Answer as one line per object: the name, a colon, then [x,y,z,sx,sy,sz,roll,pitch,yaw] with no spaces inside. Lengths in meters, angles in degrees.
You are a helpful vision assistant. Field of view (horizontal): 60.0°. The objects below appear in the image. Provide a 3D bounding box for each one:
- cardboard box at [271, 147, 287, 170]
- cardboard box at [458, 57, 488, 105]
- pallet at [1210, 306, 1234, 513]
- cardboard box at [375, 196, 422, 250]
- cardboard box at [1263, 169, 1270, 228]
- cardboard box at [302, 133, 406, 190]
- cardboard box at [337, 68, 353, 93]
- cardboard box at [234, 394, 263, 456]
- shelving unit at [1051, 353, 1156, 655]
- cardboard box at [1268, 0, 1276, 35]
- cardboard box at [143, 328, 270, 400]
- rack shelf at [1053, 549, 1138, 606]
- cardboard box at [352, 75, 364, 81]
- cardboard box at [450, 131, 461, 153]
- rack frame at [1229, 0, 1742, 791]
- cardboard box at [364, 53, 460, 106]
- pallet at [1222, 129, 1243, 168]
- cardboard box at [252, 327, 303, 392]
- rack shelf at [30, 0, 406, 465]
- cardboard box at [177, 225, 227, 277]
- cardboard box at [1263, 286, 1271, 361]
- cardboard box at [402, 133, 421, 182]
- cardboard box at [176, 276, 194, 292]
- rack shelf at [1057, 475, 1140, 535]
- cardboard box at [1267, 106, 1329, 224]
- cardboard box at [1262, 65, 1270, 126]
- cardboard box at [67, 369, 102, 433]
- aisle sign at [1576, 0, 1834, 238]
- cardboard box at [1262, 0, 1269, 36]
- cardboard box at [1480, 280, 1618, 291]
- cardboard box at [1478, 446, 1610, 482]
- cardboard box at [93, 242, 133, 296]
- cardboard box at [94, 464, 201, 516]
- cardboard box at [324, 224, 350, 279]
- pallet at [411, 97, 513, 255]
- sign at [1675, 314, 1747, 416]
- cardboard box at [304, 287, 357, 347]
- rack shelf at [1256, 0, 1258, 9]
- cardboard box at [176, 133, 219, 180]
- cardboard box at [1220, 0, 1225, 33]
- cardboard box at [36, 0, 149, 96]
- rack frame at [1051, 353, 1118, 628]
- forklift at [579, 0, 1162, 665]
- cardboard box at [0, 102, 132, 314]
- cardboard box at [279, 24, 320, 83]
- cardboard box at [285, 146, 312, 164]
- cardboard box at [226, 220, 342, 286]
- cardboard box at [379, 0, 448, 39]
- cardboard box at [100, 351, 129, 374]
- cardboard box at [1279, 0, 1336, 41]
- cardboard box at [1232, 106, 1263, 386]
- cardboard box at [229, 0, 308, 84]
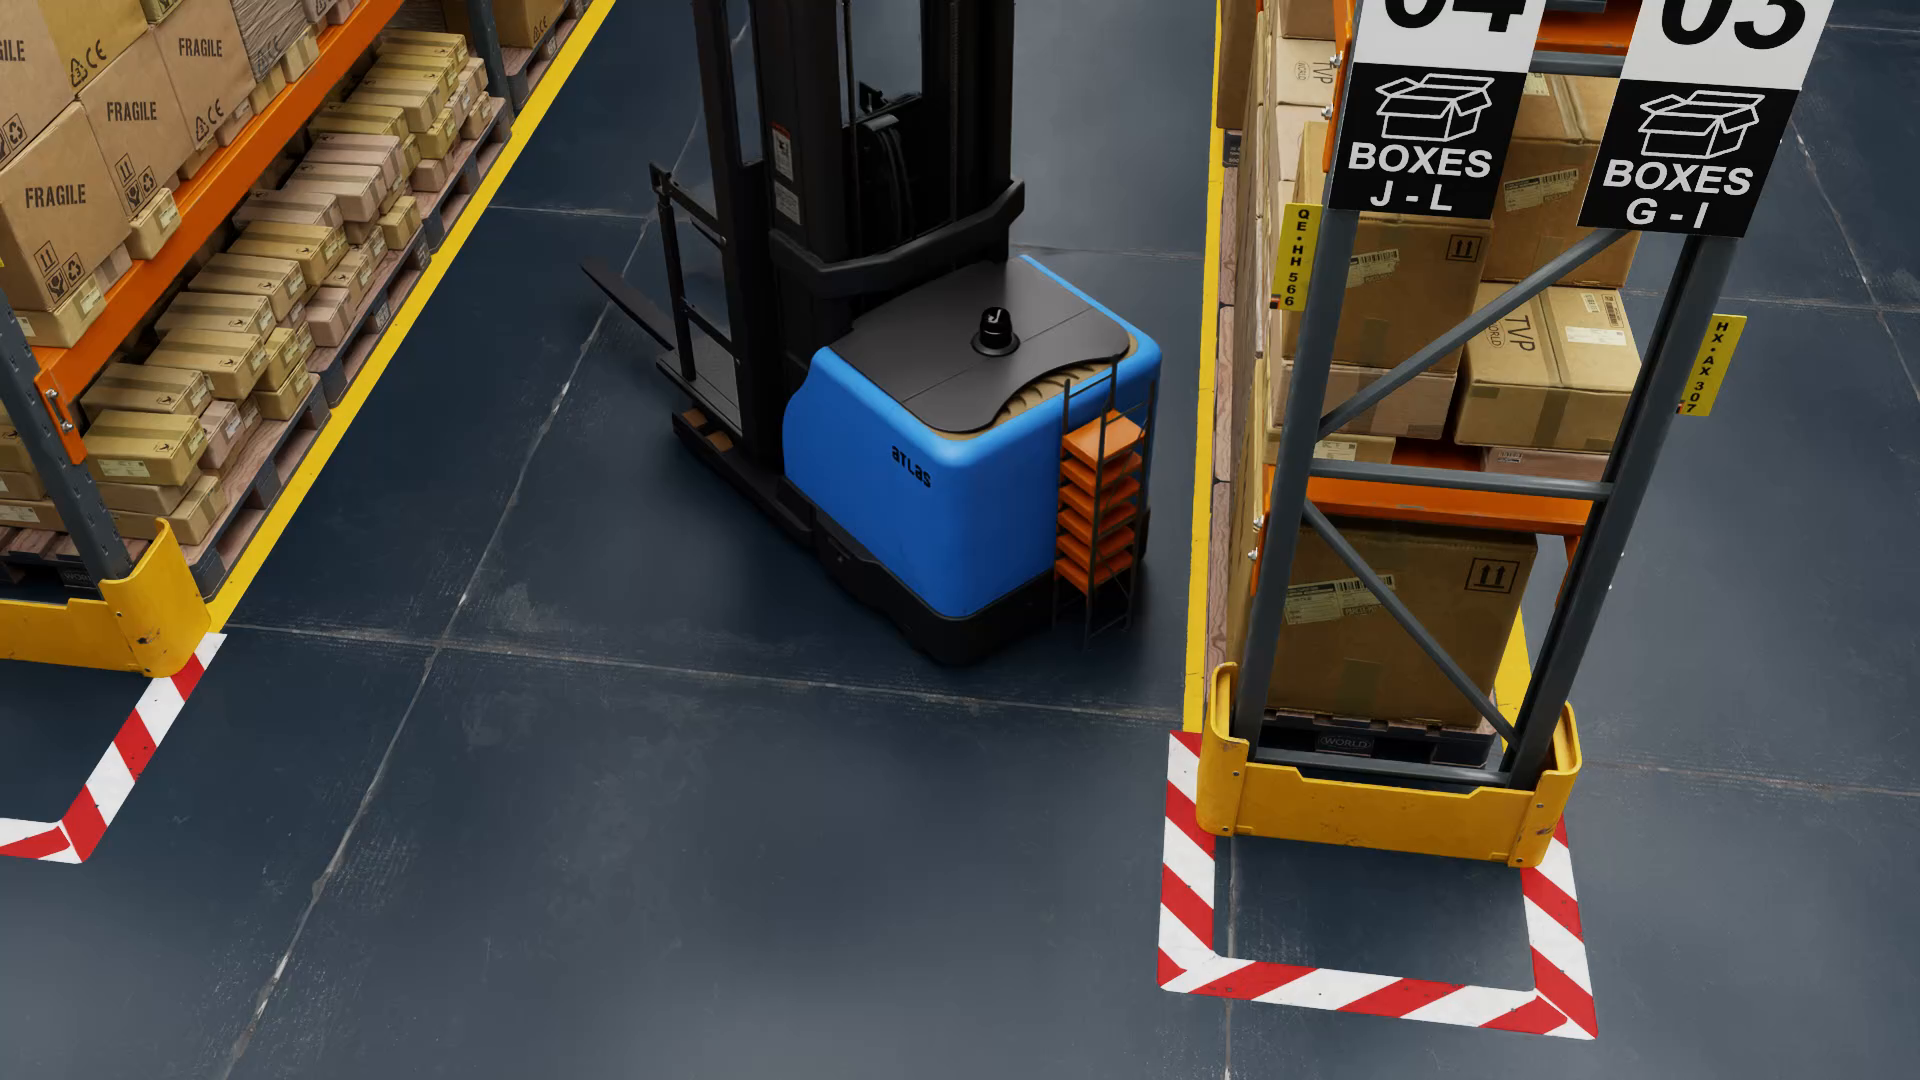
cardboard box: [-3.419,-1.826,7.832,0.380,0.149,0.250,6,44,6]
cardboard box: [-2.689,-2.395,8.649,0.380,0.149,0.250,6,44,6]
pallet: [1.604,-0.536,7.163,1.003,0.211,1.213,5,44,6]
cardboard box: [-2.813,-1.527,7.949,0.380,0.149,0.250,5,44,5]
cardboard box: [1.300,-1.222,6.041,0.380,0.149,0.250,5,44,6]
cardboard box: [-2.828,-1.770,7.773,0.380,0.149,0.250,3,44,3]
cardboard box: [-3.308,-2.348,8.384,0.380,0.149,0.250,7,44,8]
cardboard box: [-3.125,-0.488,6.852,0.380,0.149,0.250,6,44,6]
shelving unit: [0.503,-0.101,5.984,0.258,1.200,0.189,-29,51,-27]
cardboard box: [1.548,-2.312,6.903,0.500,0.250,0.500,5,44,5]
cardboard box: [-3.008,-0.705,6.649,0.380,0.149,0.250,5,44,5]
rack shelf: [0.503,0.106,6.179,0.258,0.103,0.180,-29,51,-27]
cardboard box: [-3.327,-2.420,8.676,0.380,0.149,0.250,7,44,7]
cardboard box: [-2.794,-2.063,8.515,0.380,0.149,0.250,6,44,7]
rack frame: [1.412,-0.167,4.745,1.000,3.000,0.127,5,44,6]
cardboard box: [-2.746,-2.303,8.336,0.380,0.149,0.250,6,44,6]
pallet: [1.968,-2.414,9.146,1.003,0.211,1.213,5,44,6]
cardboard box: [-2.989,-0.767,6.931,0.380,0.149,0.250,7,44,7]
rack shelf: [-3.227,-1.789,6.981,1.077,0.370,4.000,5,44,6]
cardboard box: [-3.452,-1.287,7.263,0.380,0.149,0.250,4,44,4]
cardboard box: [1.200,-0.698,5.488,0.380,0.149,0.250,5,44,6]
cardboard box: [-2.861,-1.863,8.088,0.380,0.149,0.250,6,44,6]
cardboard box: [-3.529,-1.179,7.366,0.380,0.149,0.250,7,44,8]
rack shelf: [0.503,-0.156,5.932,0.258,0.103,0.180,-29,51,-27]
cardboard box: [1.348,-1.268,5.800,0.500,0.250,0.500,4,44,4]
cardboard box: [1.401,-1.747,6.597,0.380,0.149,0.250,6,44,6]
cardboard box: [-3.582,-0.570,6.506,0.380,0.149,0.250,6,44,6]
aisle sign: [1.700,-1.035,3.771,0.394,0.787,0.004,5,44,6]
cardboard box: [1.503,-2.272,7.151,0.380,0.149,0.250,7,44,7]
cardboard box: [1.805,-0.878,5.389,0.500,0.250,0.500,5,44,5]
cardboard box: [1.786,-0.288,5.055,0.380,0.149,0.250,6,44,6]
cardboard box: [-3.131,-0.964,5.769,0.380,0.149,0.250,7,44,7]
cardboard box: [-3.167,-0.246,6.380,0.380,0.149,0.250,7,44,7]
cardboard box: [-3.008,-1.329,7.523,0.380,0.149,0.250,7,44,7]
pallet: [-3.016,-1.940,8.645,1.003,0.211,1.213,5,44,6]
sign: [1.961,-0.456,4.363,0.100,0.325,0.005,5,44,6]
cardboard box: [-2.924,-0.997,7.389,0.380,0.149,0.250,3,44,3]
rack shelf: [2.205,-3.995,9.311,1.077,0.370,4.000,5,44,6]
cardboard box: [-3.084,-1.514,6.350,0.380,0.149,0.250,5,44,5]
cardboard box: [2.123,-3.321,9.316,1.225,0.875,0.875,4,44,4]
cardboard box: [-3.108,-1.821,5.475,0.500,0.500,0.500,6,44,7]
rack frame: [0.446,-0.150,6.035,0.240,1.200,0.006,-29,51,-27]
forklift: [-0.578,-1.554,6.259,1.130,2.935,3.031,-29,51,-27]
cardboard box: [-3.158,-1.112,5.454,0.500,0.500,0.500,7,44,7]
cardboard box: [-2.903,-2.034,6.899,0.380,0.149,0.250,6,44,6]
cardboard box: [-3.307,-1.887,8.113,0.380,0.149,0.250,3,44,3]
cardboard box: [-2.931,-1.245,7.219,0.380,0.149,0.250,6,44,6]
cardboard box: [-3.114,-3.185,9.445,0.500,0.500,0.500,4,44,5]
cardboard box: [-3.637,-0.652,6.809,0.380,0.149,0.250,4,44,4]
cardboard box: [1.487,-2.226,6.267,0.500,0.500,0.500,4,44,4]
cardboard box: [1.655,-1.219,7.095,0.875,0.875,0.875,5,44,6]
cardboard box: [-2.974,-2.160,6.560,0.500,0.500,0.500,4,44,4]
